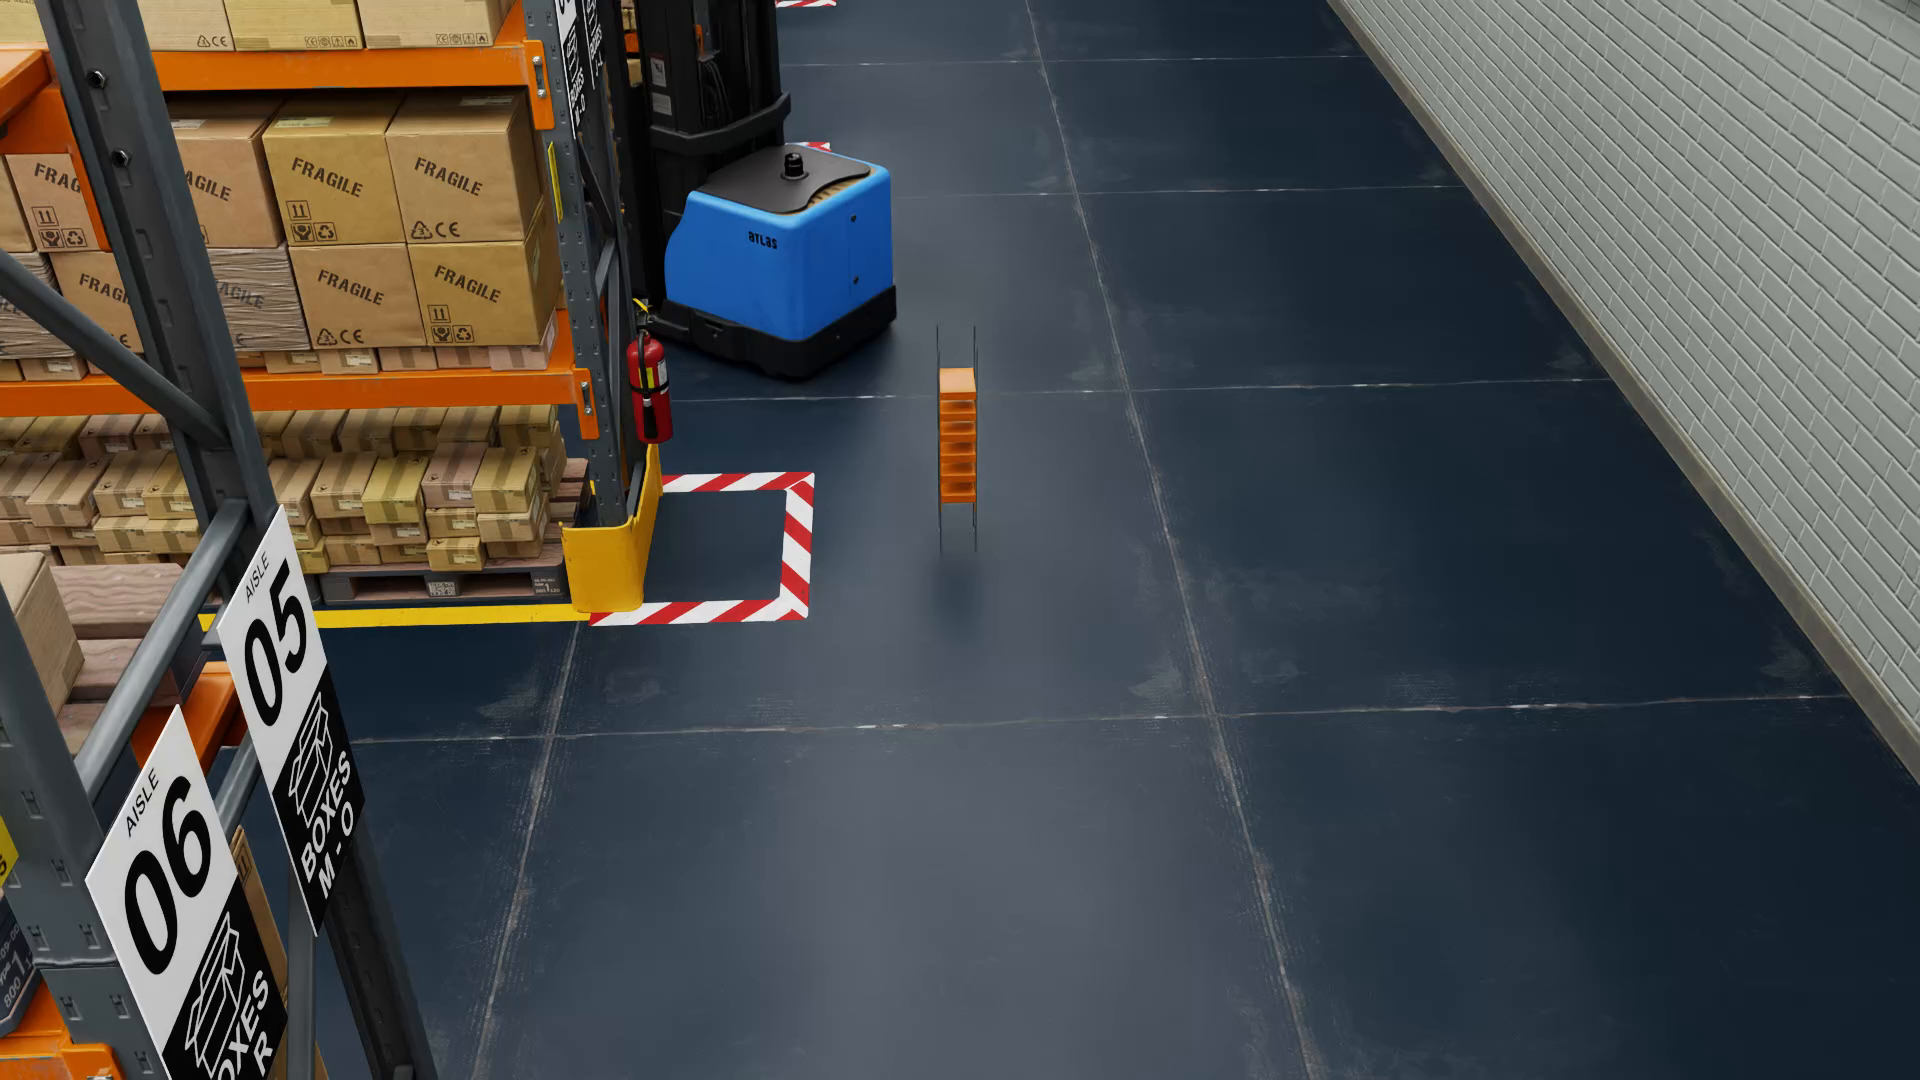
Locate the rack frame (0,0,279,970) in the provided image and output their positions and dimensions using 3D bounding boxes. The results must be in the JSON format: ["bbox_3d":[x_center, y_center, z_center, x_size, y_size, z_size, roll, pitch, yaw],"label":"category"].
[{"bbox_3d":[-1.369,-0.865,2.092,0.127,3.000,1.000,-2,35,-2],"label":"rack frame"}]

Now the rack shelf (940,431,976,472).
[{"bbox_3d":[-0.014,-0.456,8.433,0.180,0.103,0.258,-2,35,-2],"label":"rack shelf"}]

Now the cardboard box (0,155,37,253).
[{"bbox_3d":[-4.216,-1.568,7.152,0.500,0.500,0.500,-1,35,-1],"label":"cardboard box"}]

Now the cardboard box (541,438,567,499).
[{"bbox_3d":[-2.243,-0.377,8.795,0.250,0.149,0.380,-1,35,-1],"label":"cardboard box"}]

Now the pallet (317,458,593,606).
[{"bbox_3d":[-2.593,-0.059,8.649,1.213,0.211,1.003,-2,35,-2],"label":"pallet"}]

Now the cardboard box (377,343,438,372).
[{"bbox_3d":[-2.516,-0.936,7.687,0.250,0.149,0.380,-2,35,-3],"label":"cardboard box"}]

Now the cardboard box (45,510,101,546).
[{"bbox_3d":[-4.287,-0.136,8.186,0.250,0.149,0.380,0,35,0],"label":"cardboard box"}]

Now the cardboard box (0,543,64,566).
[{"bbox_3d":[-4.558,-0.007,8.261,0.250,0.149,0.380,-2,35,-3],"label":"cardboard box"}]

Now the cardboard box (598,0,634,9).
[{"bbox_3d":[-2.310,-3.928,11.660,0.500,0.250,0.500,-2,35,-3],"label":"cardboard box"}]

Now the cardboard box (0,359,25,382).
[{"bbox_3d":[-4.356,-0.879,7.606,0.250,0.149,0.380,-1,35,-1],"label":"cardboard box"}]

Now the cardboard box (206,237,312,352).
[{"bbox_3d":[-3.161,-1.184,7.476,0.500,0.500,0.500,-1,35,-2],"label":"cardboard box"}]

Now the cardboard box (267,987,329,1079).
[{"bbox_3d":[-1.862,1.411,3.988,0.500,0.500,0.500,-2,35,-3],"label":"cardboard box"}]

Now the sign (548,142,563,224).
[{"bbox_3d":[-1.698,-1.499,6.985,0.005,0.325,0.100,-2,35,-2],"label":"sign"}]

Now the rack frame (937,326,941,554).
[{"bbox_3d":[-0.106,-0.491,8.404,0.006,1.200,0.240,-2,35,-2],"label":"rack frame"}]

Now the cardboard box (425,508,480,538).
[{"bbox_3d":[-2.481,-0.179,8.247,0.250,0.149,0.380,-2,35,-3],"label":"cardboard box"}]

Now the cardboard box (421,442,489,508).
[{"bbox_3d":[-2.475,-0.322,8.192,0.250,0.149,0.380,-1,35,-1],"label":"cardboard box"}]

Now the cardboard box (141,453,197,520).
[{"bbox_3d":[-3.784,-0.265,8.111,0.250,0.149,0.380,-1,35,-2],"label":"cardboard box"}]

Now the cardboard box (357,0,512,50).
[{"bbox_3d":[-2.146,-2.218,6.815,0.500,0.250,0.500,-2,35,-3],"label":"cardboard box"}]

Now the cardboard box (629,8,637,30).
[{"bbox_3d":[-2.178,-3.731,11.726,0.250,0.149,0.380,-1,35,-1],"label":"cardboard box"}]

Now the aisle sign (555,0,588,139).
[{"bbox_3d":[-1.617,-2.109,6.878,0.004,0.787,0.394,-2,35,-2],"label":"aisle sign"}]

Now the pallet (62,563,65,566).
[{"bbox_3d":[-5.030,0.007,8.554,1.213,0.211,1.003,-2,35,-2],"label":"pallet"}]

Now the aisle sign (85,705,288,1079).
[{"bbox_3d":[-1.282,0.707,2.808,0.004,0.787,0.394,-2,35,-2],"label":"aisle sign"}]

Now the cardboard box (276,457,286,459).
[{"bbox_3d":[-3.547,-0.394,8.558,0.250,0.149,0.380,0,35,0],"label":"cardboard box"}]

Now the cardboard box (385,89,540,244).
[{"bbox_3d":[-2.149,-1.630,7.241,0.500,0.500,0.500,-2,35,-3],"label":"cardboard box"}]

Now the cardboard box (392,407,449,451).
[{"bbox_3d":[-2.771,-0.623,8.628,0.250,0.149,0.380,-2,35,-2],"label":"cardboard box"}]

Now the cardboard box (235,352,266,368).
[{"bbox_3d":[-3.307,-0.952,7.710,0.250,0.149,0.380,-3,35,-4],"label":"cardboard box"}]

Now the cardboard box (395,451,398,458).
[{"bbox_3d":[-3.018,-0.486,8.691,0.250,0.149,0.380,-1,35,-1],"label":"cardboard box"}]

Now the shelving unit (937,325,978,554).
[{"bbox_3d":[-0.014,-0.493,8.408,0.189,1.200,0.258,-2,35,-2],"label":"shelving unit"}]

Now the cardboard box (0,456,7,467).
[{"bbox_3d":[-4.817,-0.246,8.083,0.250,0.149,0.380,-2,35,-3],"label":"cardboard box"}]

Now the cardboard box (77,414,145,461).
[{"bbox_3d":[-4.326,-0.566,8.546,0.250,0.149,0.380,-3,35,-5],"label":"cardboard box"}]

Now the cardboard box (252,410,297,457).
[{"bbox_3d":[-3.557,-0.586,8.575,0.250,0.149,0.380,-1,35,-1],"label":"cardboard box"}]

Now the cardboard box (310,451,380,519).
[{"bbox_3d":[-2.989,-0.271,8.120,0.250,0.149,0.380,-3,35,-4],"label":"cardboard box"}]

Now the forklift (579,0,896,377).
[{"bbox_3d":[-1.915,-2.839,10.277,3.031,2.935,1.130,21,40,28],"label":"forklift"}]

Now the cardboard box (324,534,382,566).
[{"bbox_3d":[-2.986,-0.040,8.308,0.250,0.149,0.380,-1,35,-2],"label":"cardboard box"}]

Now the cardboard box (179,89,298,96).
[{"bbox_3d":[-3.190,-1.904,7.637,0.500,0.500,0.500,-2,35,-3],"label":"cardboard box"}]

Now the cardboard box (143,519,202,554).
[{"bbox_3d":[-3.784,-0.099,8.133,0.250,0.149,0.380,-1,35,-2],"label":"cardboard box"}]

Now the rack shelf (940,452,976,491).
[{"bbox_3d":[-0.014,-0.358,8.502,0.180,0.103,0.258,-2,35,-2],"label":"rack shelf"}]

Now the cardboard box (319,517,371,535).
[{"bbox_3d":[-3.010,-0.192,8.266,0.250,0.149,0.380,-2,35,-3],"label":"cardboard box"}]

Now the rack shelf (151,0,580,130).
[{"bbox_3d":[-3.702,-2.093,7.134,4.000,0.370,1.077,-2,35,-2],"label":"rack shelf"}]

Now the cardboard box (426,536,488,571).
[{"bbox_3d":[-2.472,-0.012,8.268,0.250,0.149,0.380,-1,35,-1],"label":"cardboard box"}]

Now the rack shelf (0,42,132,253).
[{"bbox_3d":[-3.367,-0.351,2.333,4.000,0.370,1.077,-2,35,-2],"label":"rack shelf"}]

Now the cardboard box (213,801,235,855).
[{"bbox_3d":[-1.737,0.735,3.515,0.250,0.149,0.380,-1,35,-1],"label":"cardboard box"}]

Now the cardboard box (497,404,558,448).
[{"bbox_3d":[-2.244,-0.633,8.642,0.250,0.149,0.380,-3,35,-4],"label":"cardboard box"}]

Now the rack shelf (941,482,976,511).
[{"bbox_3d":[-0.014,-0.259,8.570,0.180,0.103,0.258,-2,35,-2],"label":"rack shelf"}]

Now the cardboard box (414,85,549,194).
[{"bbox_3d":[-2.165,-1.922,7.664,0.500,0.500,0.500,-2,35,-3],"label":"cardboard box"}]

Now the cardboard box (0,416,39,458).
[{"bbox_3d":[-4.855,-0.544,8.514,0.250,0.149,0.380,-2,35,-3],"label":"cardboard box"}]

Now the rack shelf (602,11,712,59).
[{"bbox_3d":[-3.836,-3.681,12.066,4.000,0.370,1.077,-2,35,-2],"label":"rack shelf"}]

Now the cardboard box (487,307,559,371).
[{"bbox_3d":[-2.016,-0.936,7.688,0.250,0.149,0.380,-1,35,-2],"label":"cardboard box"}]

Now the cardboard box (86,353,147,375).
[{"bbox_3d":[-3.822,-0.916,7.659,0.250,0.149,0.380,0,35,0],"label":"cardboard box"}]

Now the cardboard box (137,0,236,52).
[{"bbox_3d":[-3.151,-2.194,6.781,0.500,0.250,0.500,0,35,0],"label":"cardboard box"}]

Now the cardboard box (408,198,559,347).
[{"bbox_3d":[-2.141,-1.214,7.519,0.500,0.500,0.500,-1,35,-1],"label":"cardboard box"}]

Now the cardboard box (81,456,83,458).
[{"bbox_3d":[-4.608,-0.396,8.561,0.250,0.149,0.380,-1,35,-2],"label":"cardboard box"}]

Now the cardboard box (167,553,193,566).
[{"bbox_3d":[-3.768,-0.037,8.304,0.250,0.149,0.380,-1,35,-1],"label":"cardboard box"}]

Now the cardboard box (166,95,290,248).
[{"bbox_3d":[-3.175,-1.597,7.194,0.500,0.500,0.500,0,35,0],"label":"cardboard box"}]

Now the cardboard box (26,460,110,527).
[{"bbox_3d":[-4.300,-0.227,8.055,0.250,0.149,0.380,-1,35,-1],"label":"cardboard box"}]

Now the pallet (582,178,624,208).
[{"bbox_3d":[-2.633,-2.818,12.637,1.213,0.211,1.003,-2,35,-2],"label":"pallet"}]
